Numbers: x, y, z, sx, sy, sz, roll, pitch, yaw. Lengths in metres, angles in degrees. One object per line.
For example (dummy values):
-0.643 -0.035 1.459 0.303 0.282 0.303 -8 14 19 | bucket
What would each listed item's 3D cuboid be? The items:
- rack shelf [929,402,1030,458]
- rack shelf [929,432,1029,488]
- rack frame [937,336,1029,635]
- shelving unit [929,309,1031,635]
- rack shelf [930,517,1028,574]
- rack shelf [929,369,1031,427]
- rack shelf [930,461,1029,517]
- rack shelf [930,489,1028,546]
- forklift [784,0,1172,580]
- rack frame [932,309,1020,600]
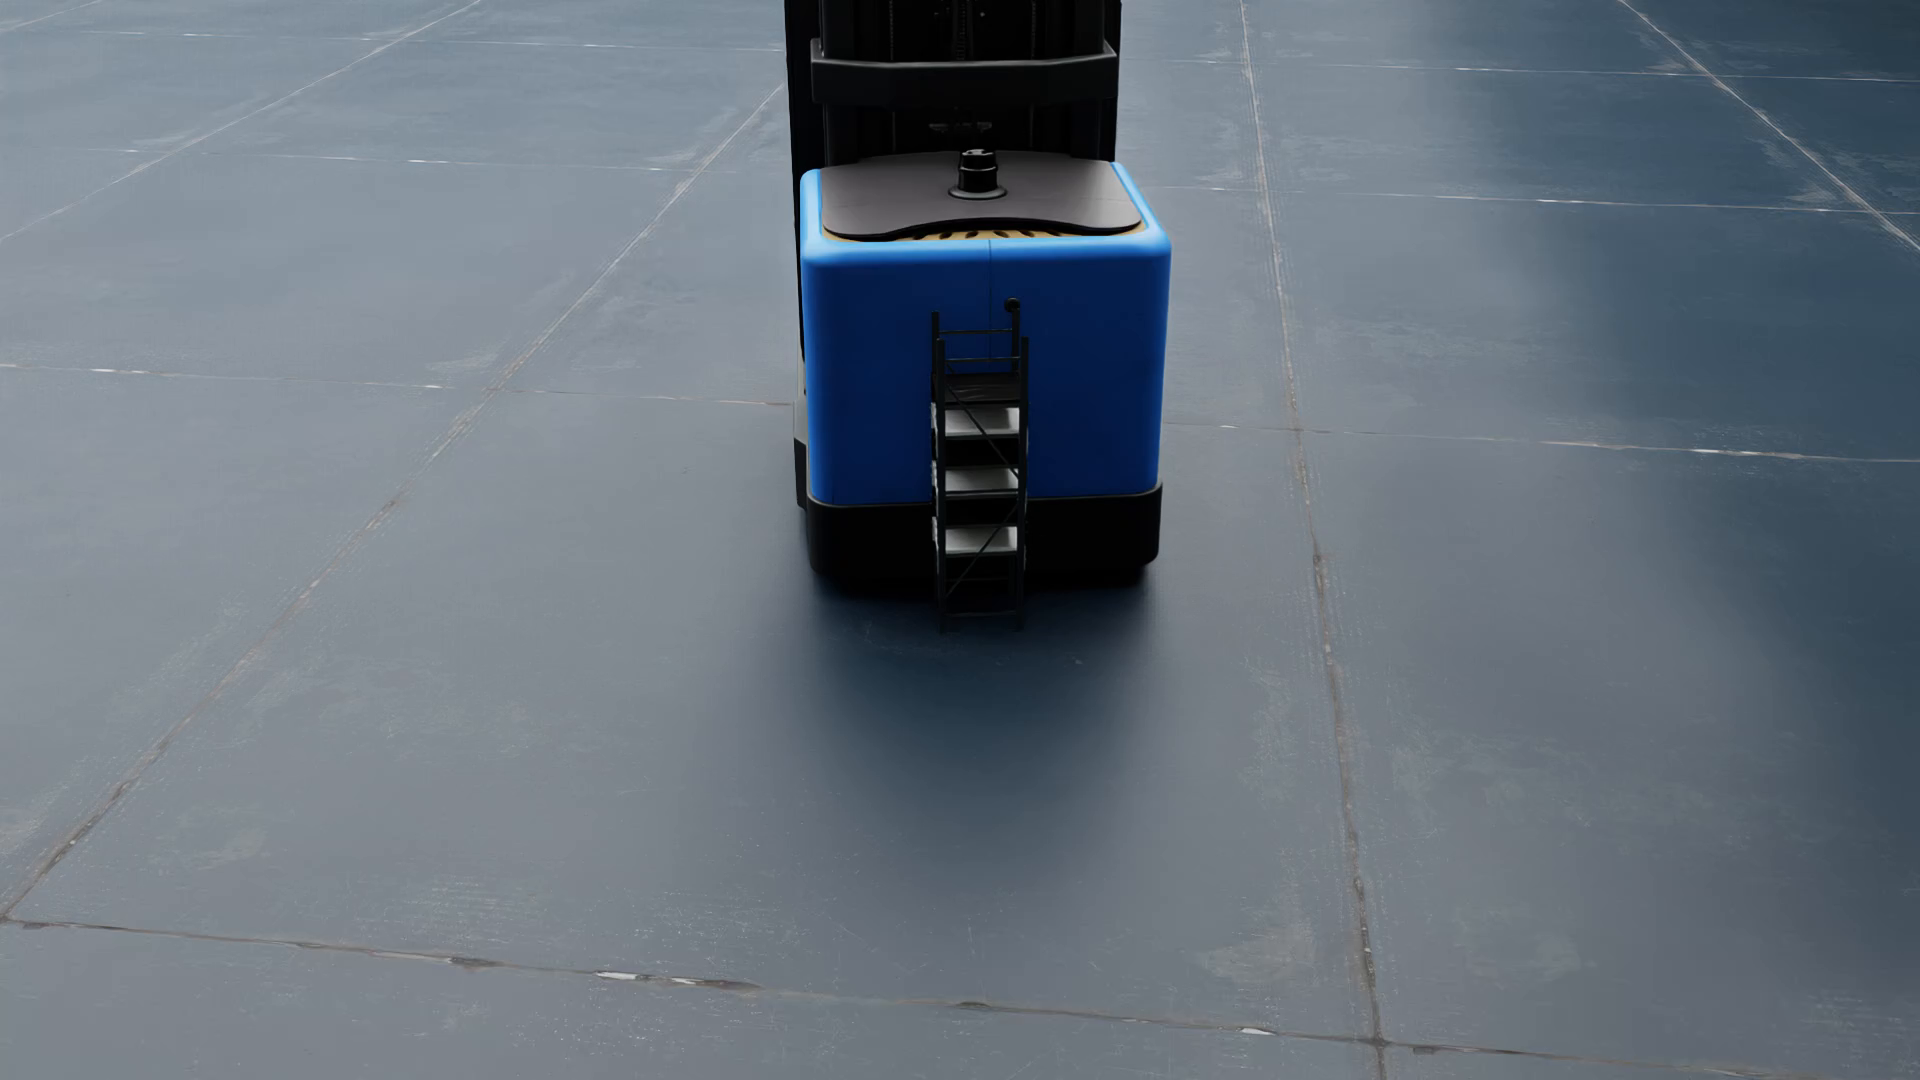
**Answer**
0.051 -0.307 4.562 0.258 0.077 0.200 -2 28 -4 | rack shelf
0.051 -0.228 4.605 0.258 0.077 0.200 -2 28 -4 | rack shelf
0.060 -0.130 4.543 0.240 0.900 0.006 -2 28 -4 | rack frame
0.051 -0.178 4.632 0.258 0.900 0.210 -2 28 -4 | shelving unit
0.051 0.010 4.733 0.258 0.077 0.200 -2 28 -4 | rack shelf
0.051 -0.387 4.520 0.258 0.077 0.200 -2 28 -4 | rack shelf
0.051 -0.149 4.648 0.258 0.077 0.200 -2 28 -4 | rack shelf
0.051 -0.070 4.690 0.258 0.077 0.200 -2 28 -4 | rack shelf
-0.045 -1.842 5.579 1.130 2.935 3.031 -2 28 -4 | forklift
0.043 -0.226 4.721 0.240 0.900 0.006 -2 28 -4 | rack frame
